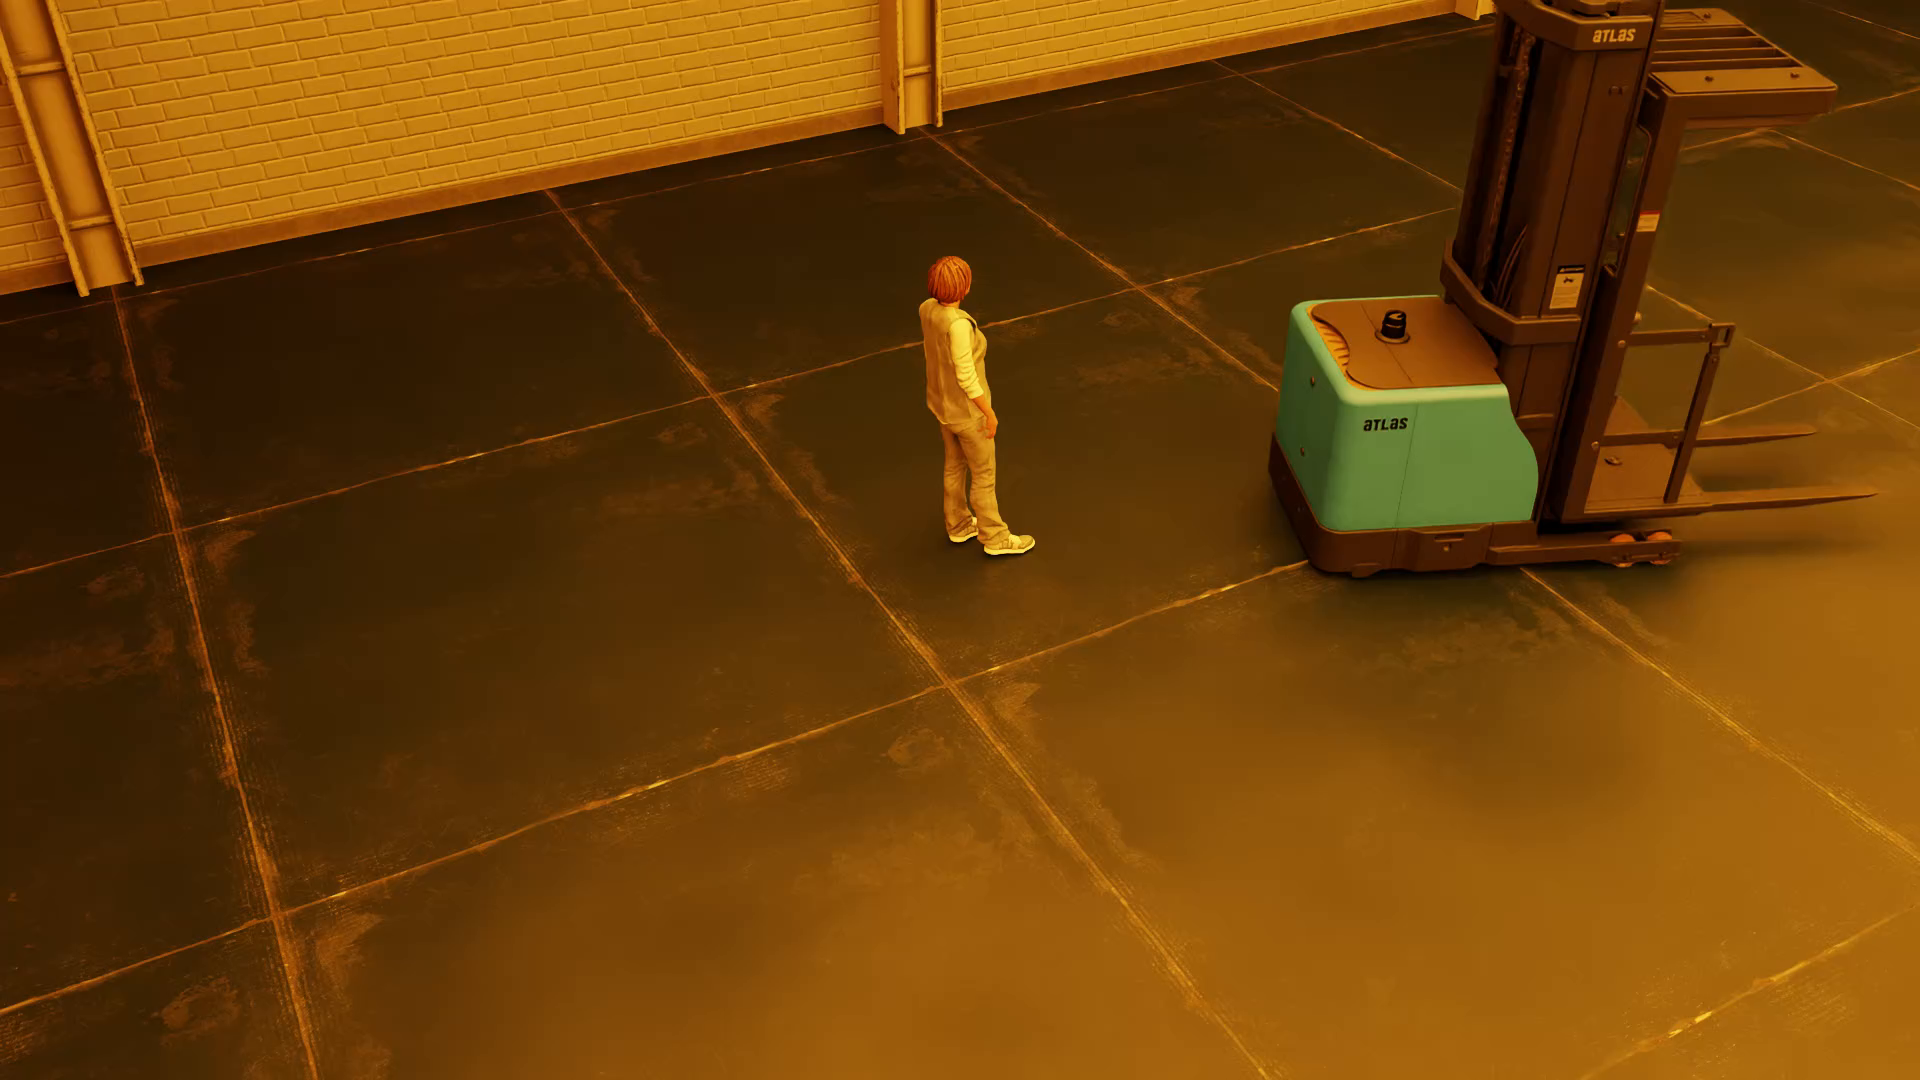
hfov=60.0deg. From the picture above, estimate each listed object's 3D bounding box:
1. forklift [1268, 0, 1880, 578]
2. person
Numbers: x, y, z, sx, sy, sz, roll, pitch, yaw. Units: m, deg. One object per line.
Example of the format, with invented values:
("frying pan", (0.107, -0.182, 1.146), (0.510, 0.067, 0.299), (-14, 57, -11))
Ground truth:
("forklift", (3.232, -1.361, 8.049), (3.031, 2.935, 1.130), (-3, 35, -5))
("person", (0.072, -0.671, 8.216), (0.473, 1.599, 0.521), (-17, 39, -23))
